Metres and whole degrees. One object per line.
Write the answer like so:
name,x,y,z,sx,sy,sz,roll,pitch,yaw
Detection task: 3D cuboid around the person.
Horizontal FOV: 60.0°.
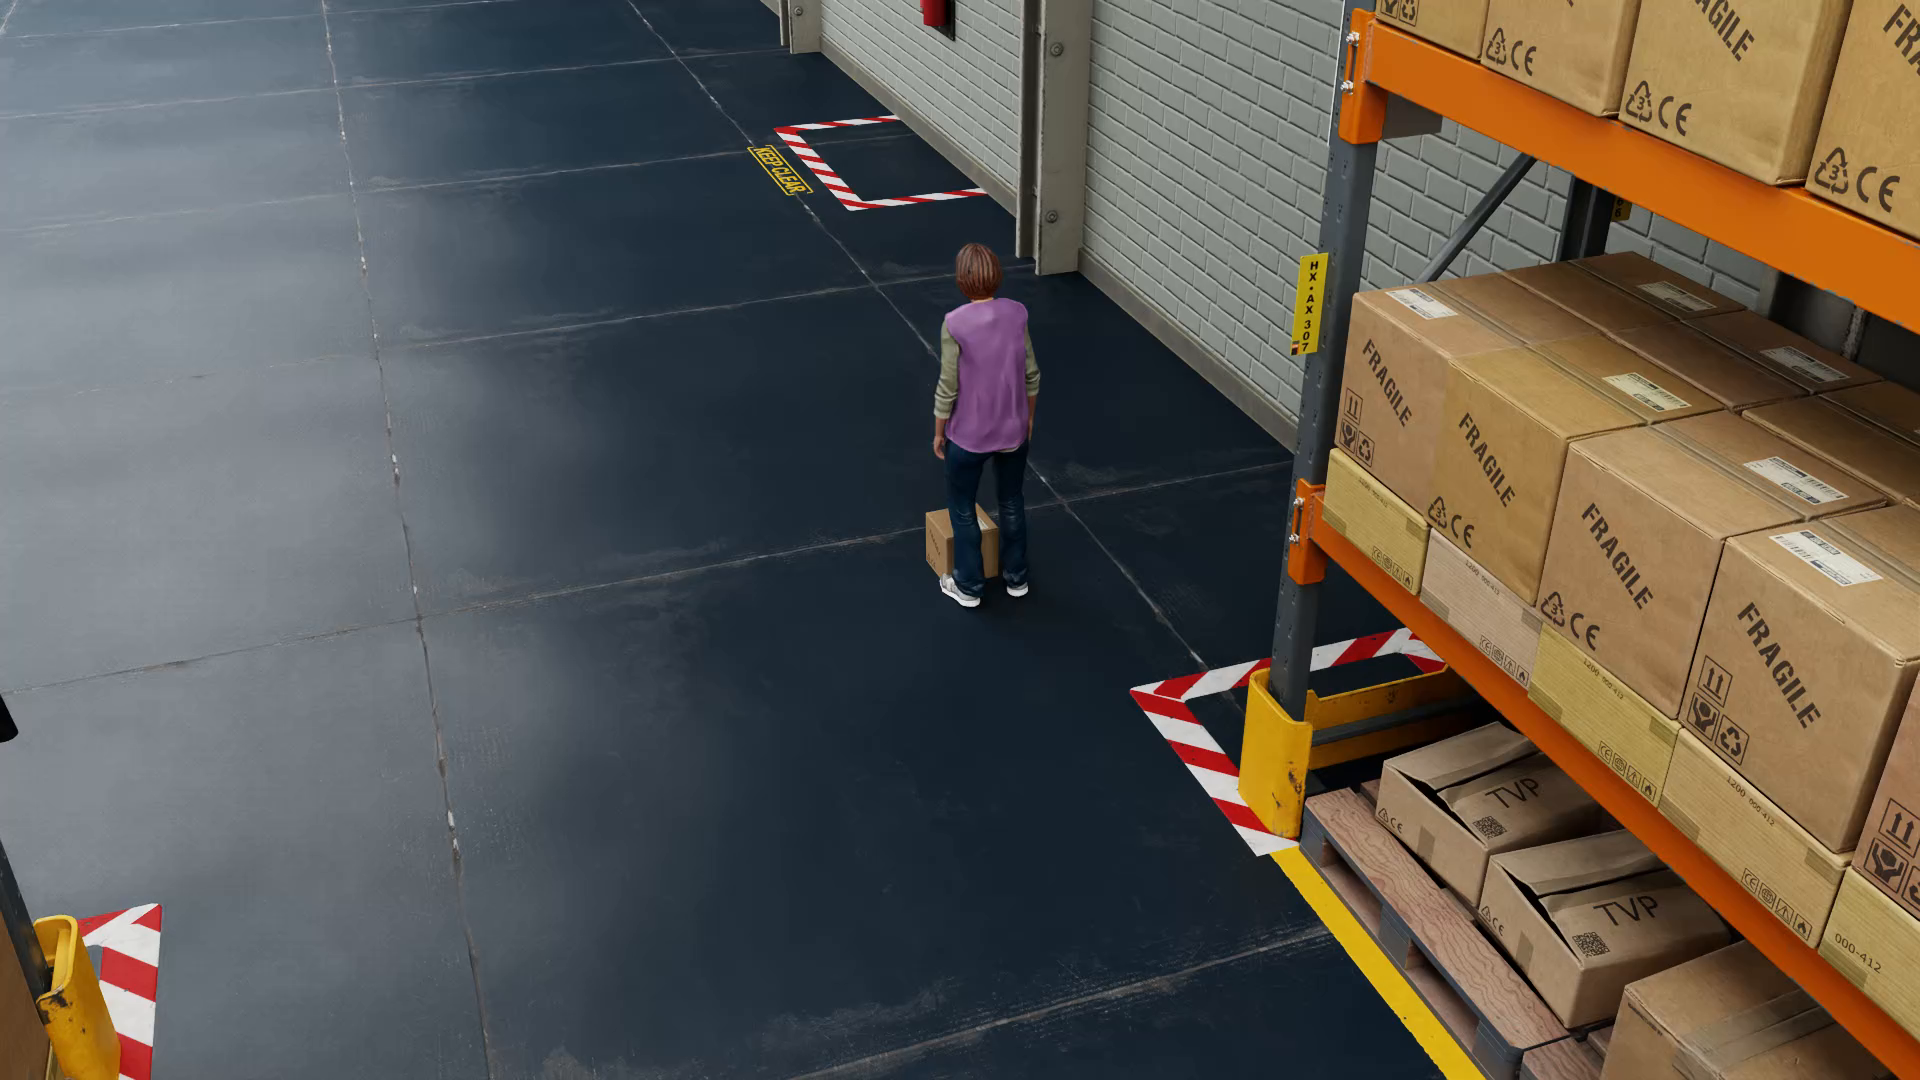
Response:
person,0.105,-0.448,6.910,0.460,1.591,0.345,-11,32,-18
